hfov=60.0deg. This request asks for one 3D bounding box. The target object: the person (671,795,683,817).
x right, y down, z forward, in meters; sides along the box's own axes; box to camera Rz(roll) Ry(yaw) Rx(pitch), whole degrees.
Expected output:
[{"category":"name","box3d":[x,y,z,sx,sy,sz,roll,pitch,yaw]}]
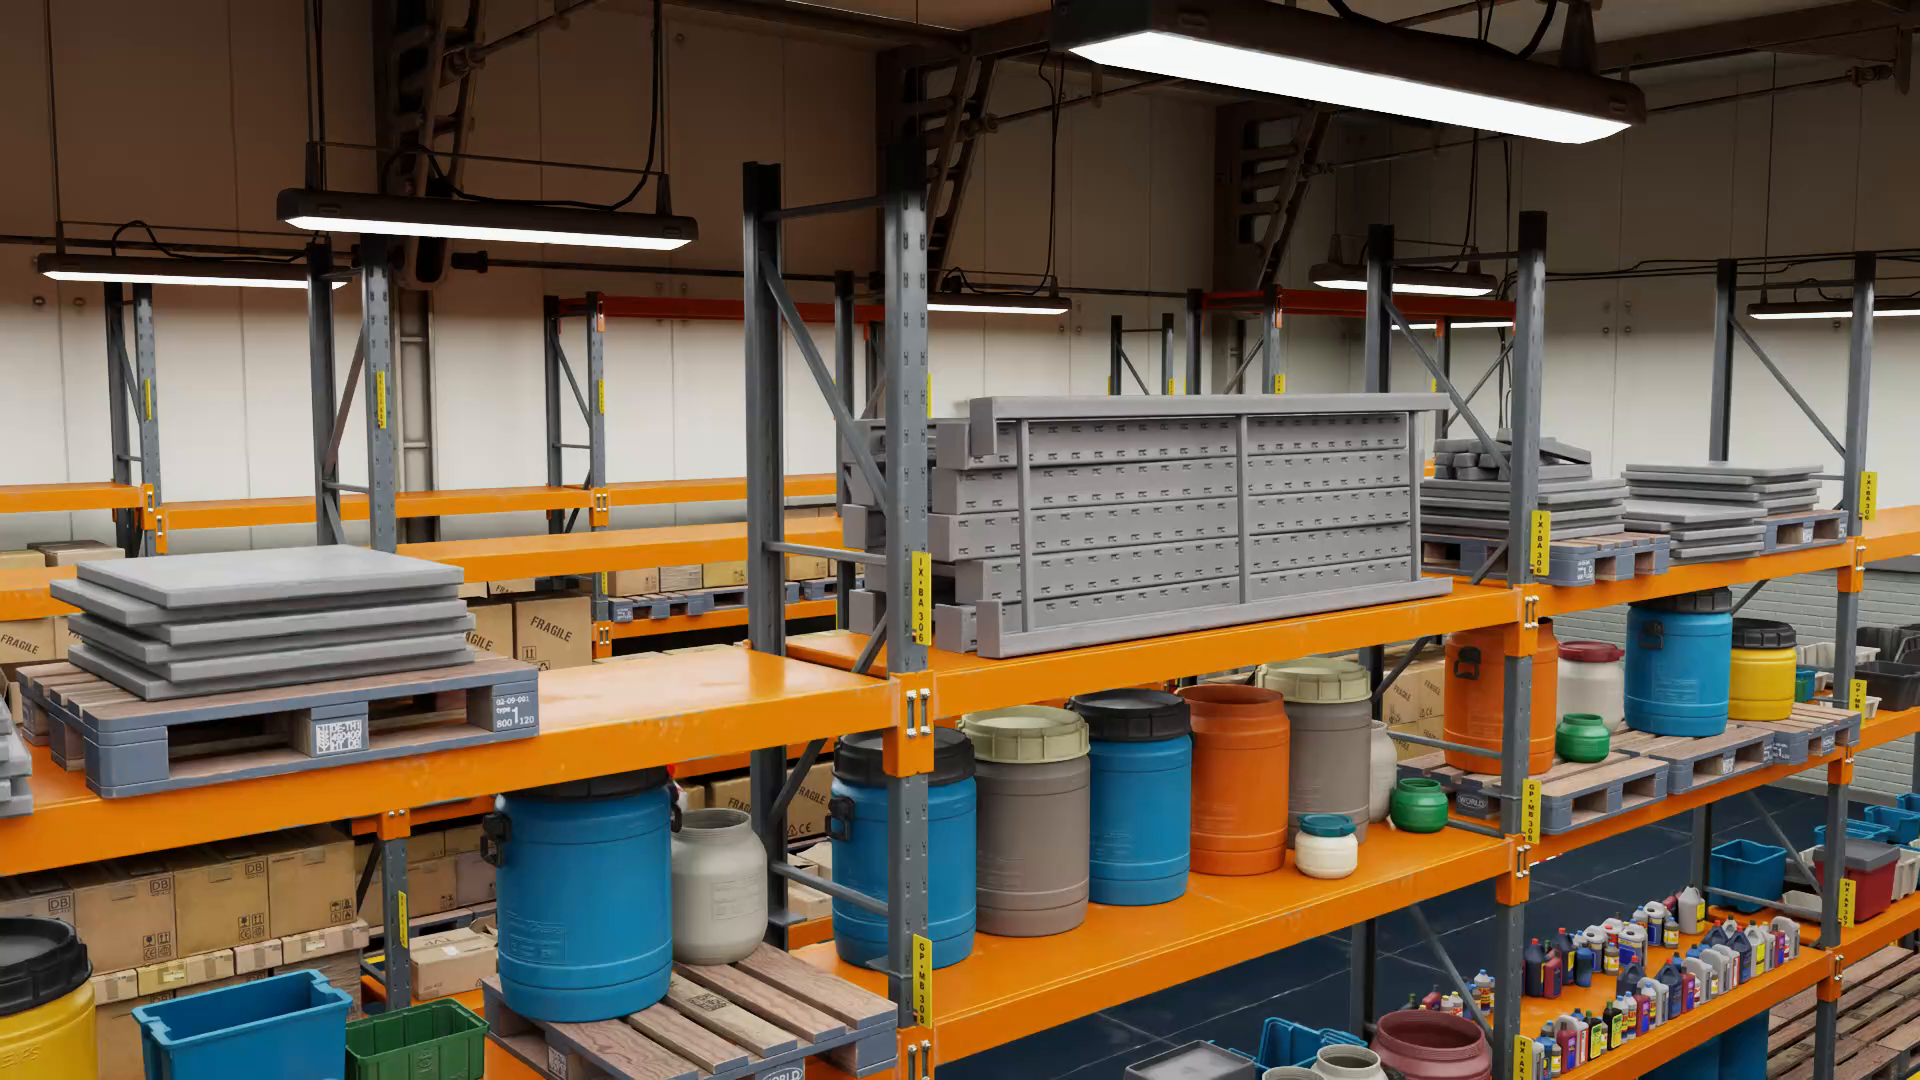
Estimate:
[{"category":"person","box3d":[-2.711,2.844,15.178,0.869,1.696,0.686,-5,7,-39]}]
